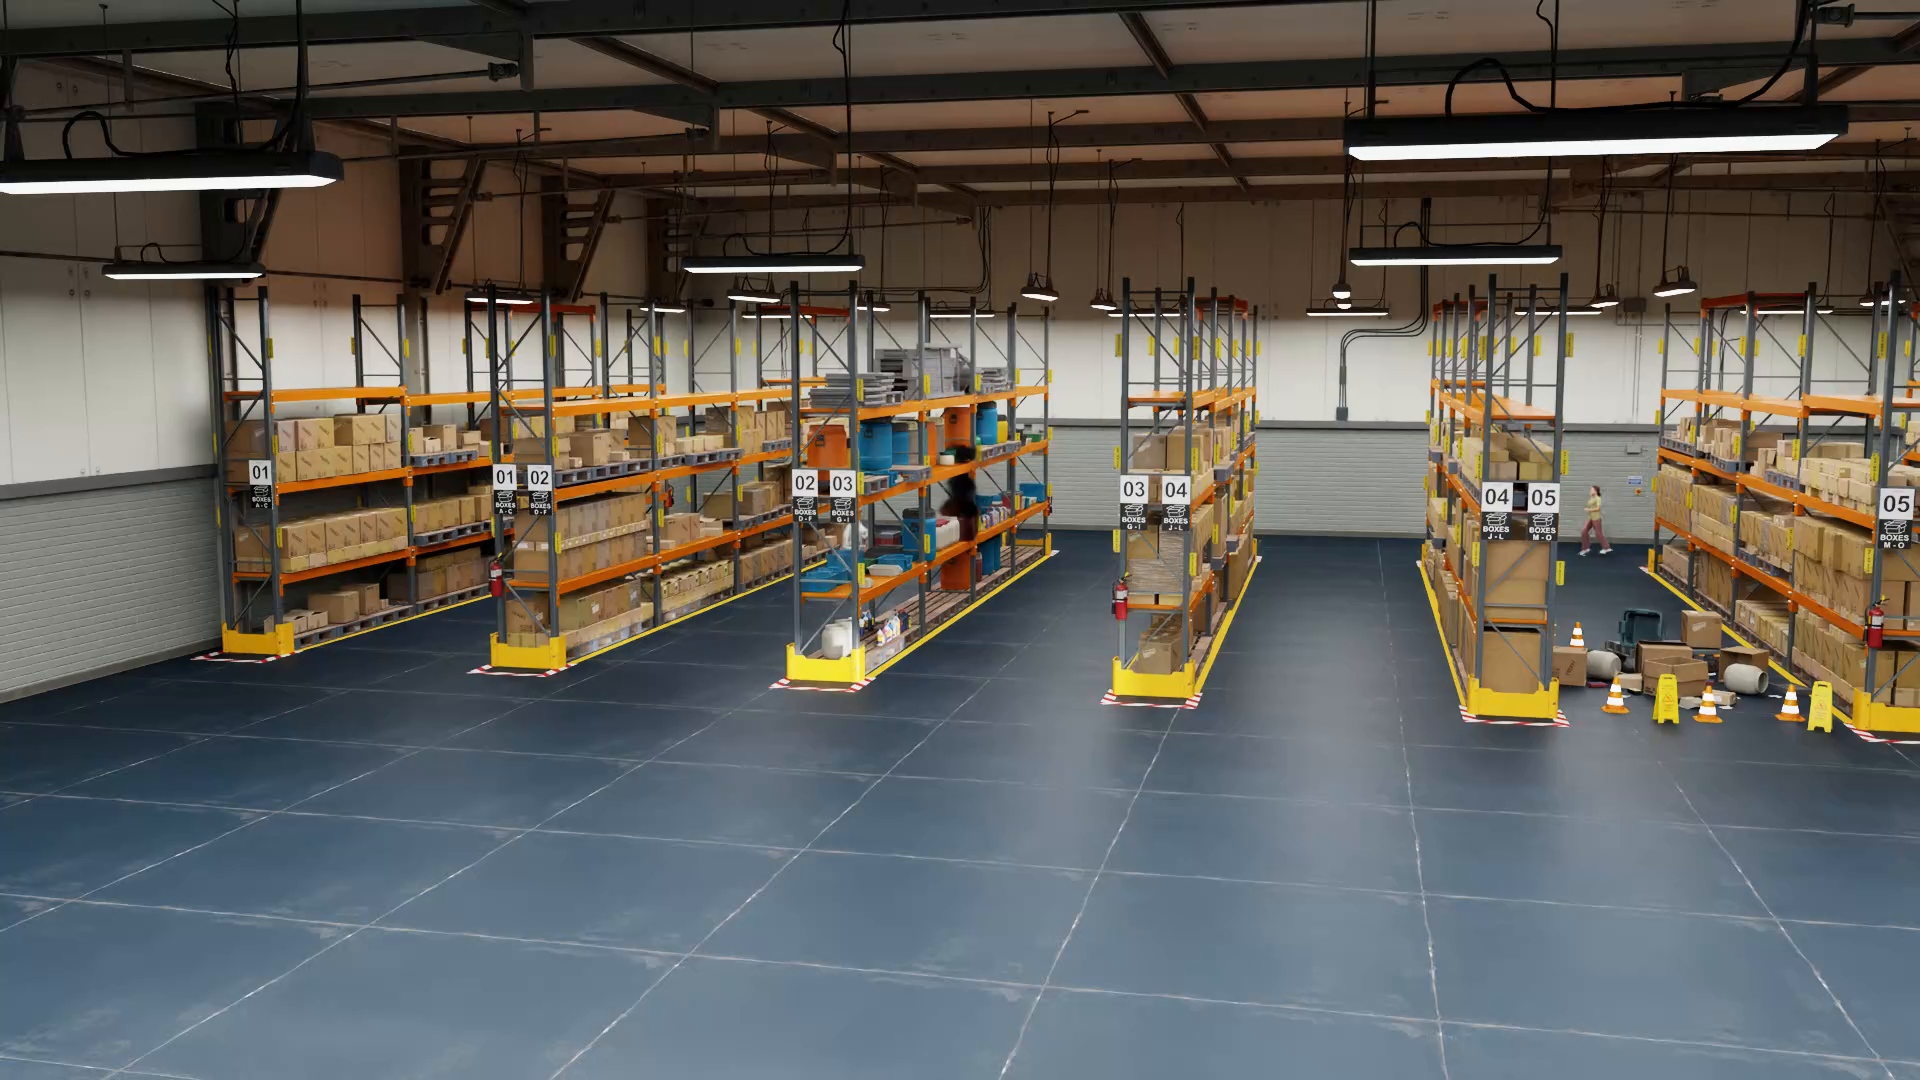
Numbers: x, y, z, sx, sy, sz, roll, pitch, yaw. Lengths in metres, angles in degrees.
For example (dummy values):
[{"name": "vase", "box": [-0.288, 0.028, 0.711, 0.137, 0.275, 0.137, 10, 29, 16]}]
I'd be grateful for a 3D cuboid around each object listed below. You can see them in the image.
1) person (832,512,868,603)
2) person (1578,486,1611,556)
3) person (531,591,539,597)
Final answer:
[{"name": "person", "box": [-1.963, 0.304, 30.732, 0.890, 1.803, 0.698, -4, 8, -33]}, {"name": "person", "box": [15.395, -0.457, 40.216, 0.763, 1.717, 0.561, 0, 7, -3]}, {"name": "person", "box": [-8.127, 0.498, 31.900, 0.703, 1.713, 0.749, -1, 7, -8]}]
